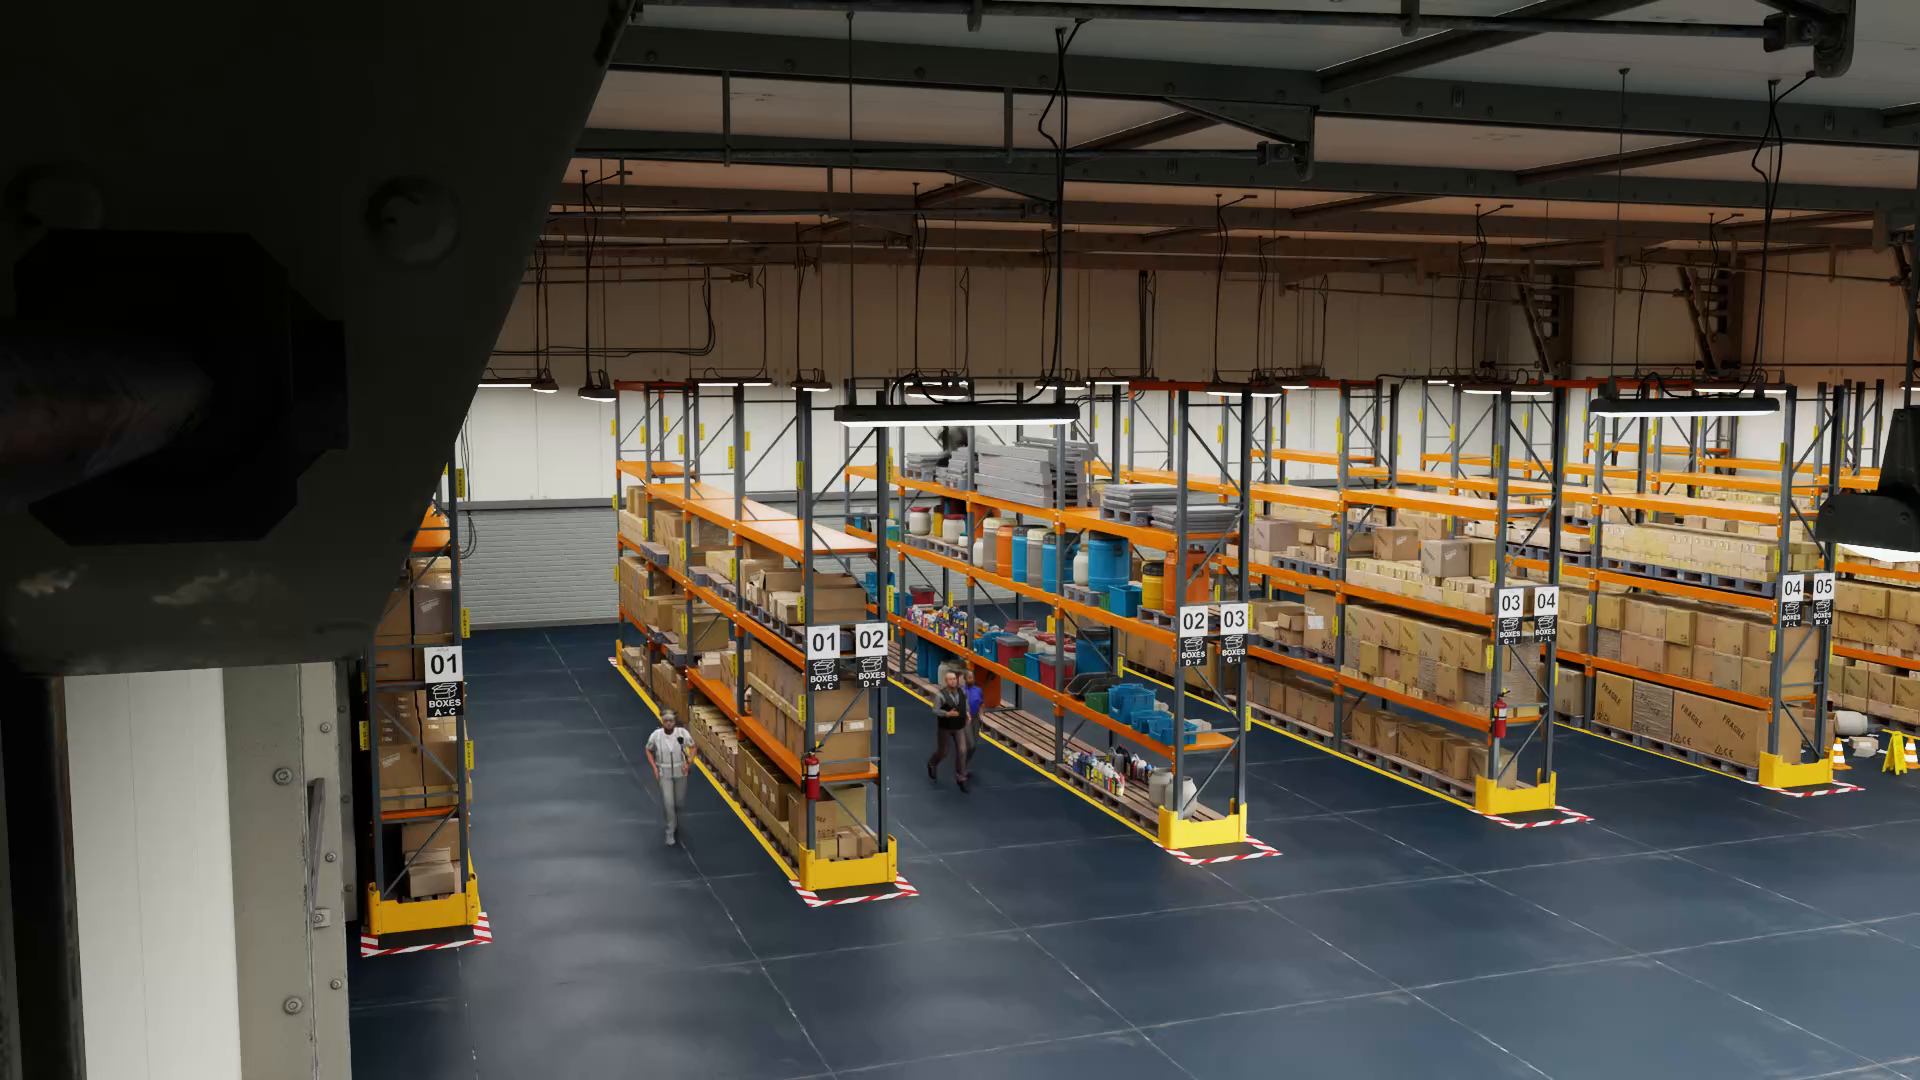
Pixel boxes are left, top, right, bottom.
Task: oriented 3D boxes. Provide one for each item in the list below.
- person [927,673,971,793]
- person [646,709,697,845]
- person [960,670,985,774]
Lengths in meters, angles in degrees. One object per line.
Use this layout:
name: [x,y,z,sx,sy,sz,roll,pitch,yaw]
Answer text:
person: [-0.145,2.840,24.936,0.665,1.754,0.954,-3,7,-23]
person: [-3.858,3.120,22.248,0.671,1.814,0.754,-2,6,-14]
person: [0.146,2.813,25.534,0.550,1.626,0.638,-3,7,-29]
